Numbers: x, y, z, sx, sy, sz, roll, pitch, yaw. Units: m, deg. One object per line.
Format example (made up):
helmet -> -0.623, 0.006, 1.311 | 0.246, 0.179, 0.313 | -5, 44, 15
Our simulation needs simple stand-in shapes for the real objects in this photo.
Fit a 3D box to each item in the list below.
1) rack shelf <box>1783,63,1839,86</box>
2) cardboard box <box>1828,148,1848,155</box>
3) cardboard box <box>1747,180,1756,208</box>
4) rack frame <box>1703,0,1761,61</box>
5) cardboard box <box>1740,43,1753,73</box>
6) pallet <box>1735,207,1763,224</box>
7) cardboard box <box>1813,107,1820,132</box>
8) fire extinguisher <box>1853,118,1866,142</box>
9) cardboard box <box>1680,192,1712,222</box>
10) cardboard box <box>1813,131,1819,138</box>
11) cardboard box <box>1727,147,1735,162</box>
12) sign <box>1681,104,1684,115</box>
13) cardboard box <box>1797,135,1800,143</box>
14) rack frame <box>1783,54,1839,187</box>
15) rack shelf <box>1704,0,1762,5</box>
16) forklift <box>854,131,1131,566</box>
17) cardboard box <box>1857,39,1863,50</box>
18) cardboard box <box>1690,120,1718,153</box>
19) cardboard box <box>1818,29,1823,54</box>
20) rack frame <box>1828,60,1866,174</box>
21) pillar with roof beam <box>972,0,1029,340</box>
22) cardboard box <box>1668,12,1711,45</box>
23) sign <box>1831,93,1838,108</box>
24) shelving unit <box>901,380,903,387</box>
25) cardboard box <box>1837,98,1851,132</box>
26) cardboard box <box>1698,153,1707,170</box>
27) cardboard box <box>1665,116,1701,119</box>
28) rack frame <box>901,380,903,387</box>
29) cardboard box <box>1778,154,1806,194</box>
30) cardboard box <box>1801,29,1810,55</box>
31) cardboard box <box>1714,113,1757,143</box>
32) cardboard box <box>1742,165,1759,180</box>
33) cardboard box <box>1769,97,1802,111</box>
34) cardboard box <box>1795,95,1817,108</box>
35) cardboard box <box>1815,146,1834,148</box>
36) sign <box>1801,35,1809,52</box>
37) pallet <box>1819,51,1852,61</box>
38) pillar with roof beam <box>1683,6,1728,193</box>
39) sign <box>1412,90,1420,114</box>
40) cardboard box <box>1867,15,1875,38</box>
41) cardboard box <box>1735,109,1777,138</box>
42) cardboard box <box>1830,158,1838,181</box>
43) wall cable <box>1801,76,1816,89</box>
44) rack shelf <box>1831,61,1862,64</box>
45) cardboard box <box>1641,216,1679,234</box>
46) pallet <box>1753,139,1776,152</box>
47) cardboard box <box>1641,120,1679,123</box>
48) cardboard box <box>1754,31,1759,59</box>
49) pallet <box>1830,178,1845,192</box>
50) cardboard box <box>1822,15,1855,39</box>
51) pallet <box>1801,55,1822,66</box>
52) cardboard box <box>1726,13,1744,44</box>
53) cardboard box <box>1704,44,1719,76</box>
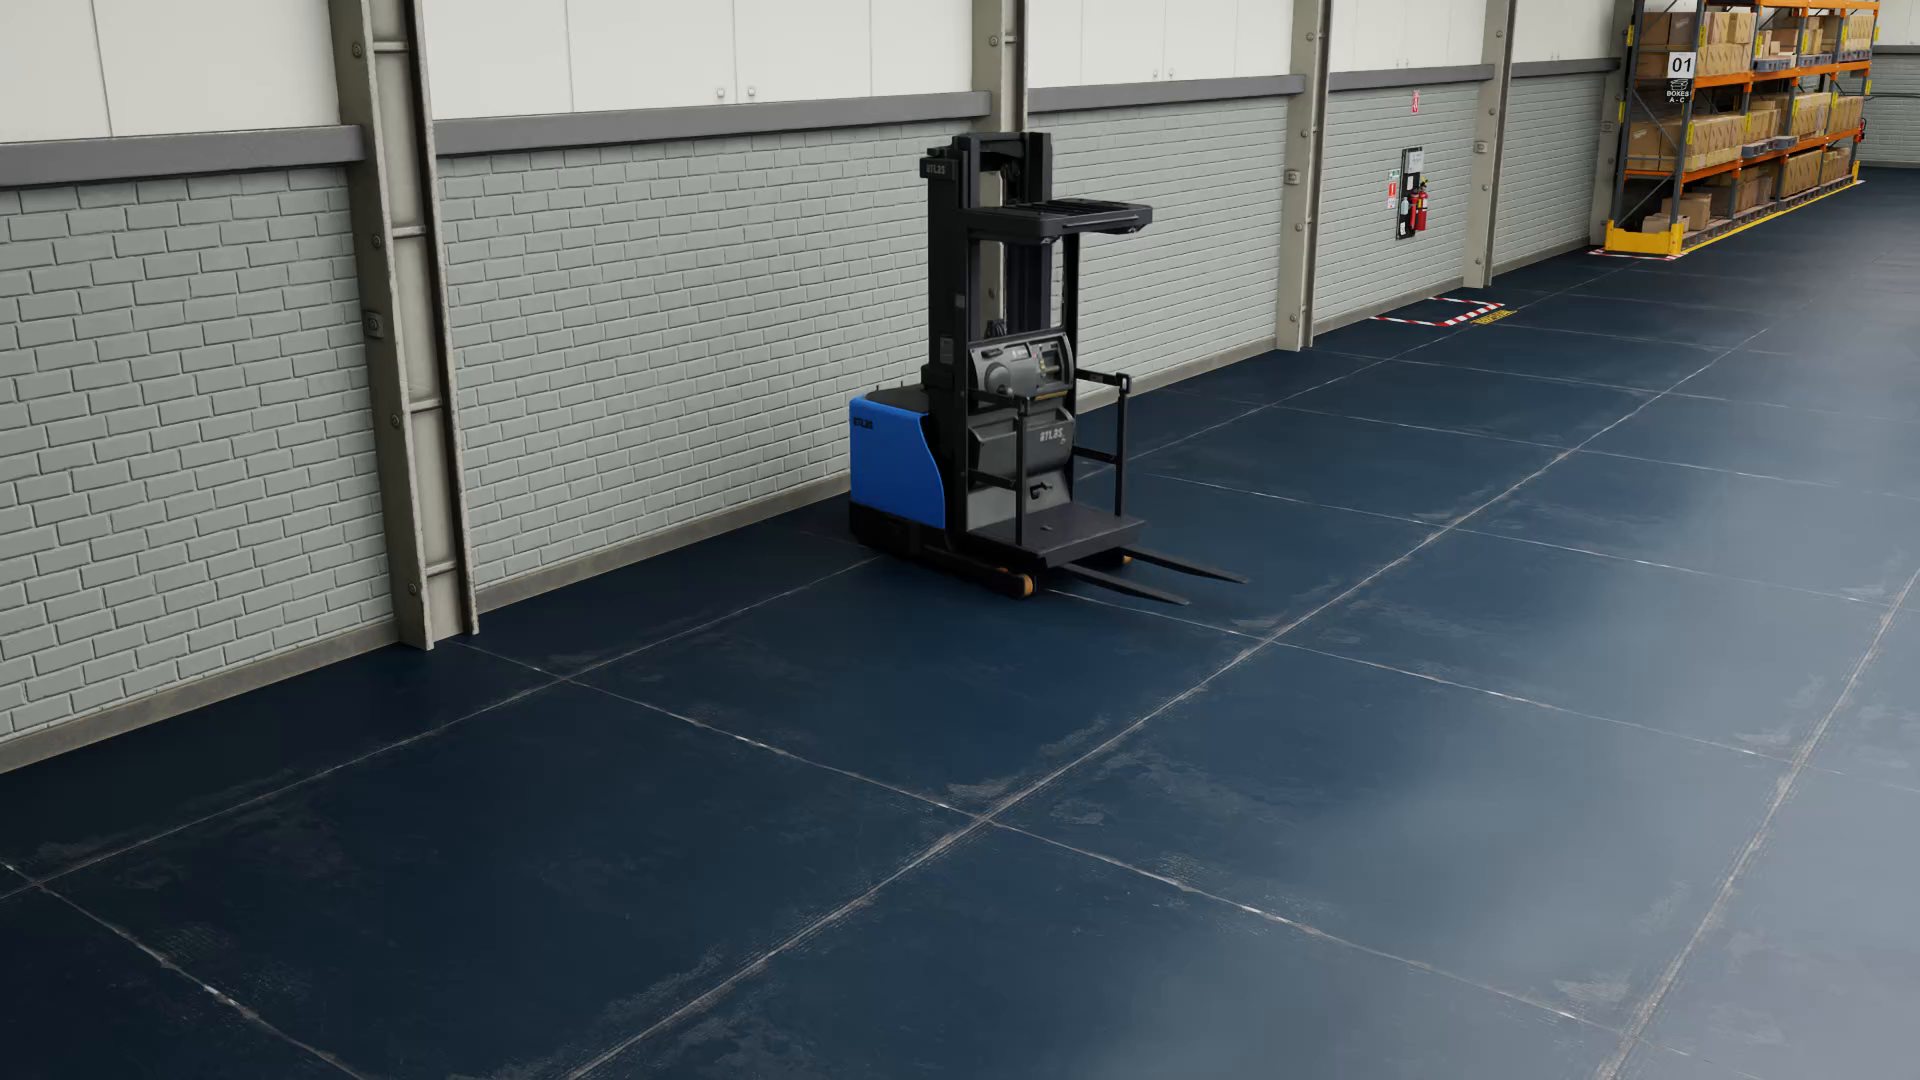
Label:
rack shelf -> 17.296, -9.704, 34.589 | 1.077, 0.370, 4.000 | 12, 21, 35
cardboard box -> 20.452, -9.052, 38.749 | 0.380, 0.149, 0.250 | 13, 22, 36
cardboard box -> 15.044, -6.749, 32.390 | 0.700, 0.500, 0.500 | 12, 21, 34
rack frame -> 13.721, -10.051, 29.435 | 1.000, 3.000, 0.127 | 12, 21, 35
cardboard box -> 13.617, -8.511, 29.332 | 0.500, 0.500, 0.500 | 13, 22, 36
pallet -> 14.910, -6.331, 32.276 | 1.003, 0.211, 1.213 | 12, 21, 35
cardboard box -> 17.813, -8.895, 35.124 | 0.500, 0.500, 0.500 | 12, 21, 35
fire extinguisher -> 21.331, -9.783, 39.449 | 0.296, 0.674, 0.183 | 12, 21, 35
cardboard box -> 13.135, -5.948, 29.812 | 0.500, 0.500, 0.500 | 11, 20, 31
cardboard box -> 18.081, -8.659, 35.459 | 0.380, 0.149, 0.250 | 12, 21, 35
cardboard box -> 13.379, -6.840, 29.431 | 0.500, 0.250, 0.500 | 13, 21, 35
sign -> 13.273, -7.836, 30.466 | 0.100, 0.325, 0.005 | 12, 21, 35
cardboard box -> 16.870, -8.172, 33.892 | 0.380, 0.149, 0.250 | 13, 22, 36
rack frame -> 18.488, -9.091, 36.461 | 1.000, 3.000, 0.127 | 12, 21, 35
rack shelf -> 12.529, -9.229, 28.009 | 1.077, 0.370, 4.000 | 12, 21, 35
forklift -> 24.460, -3.641, 18.648 | 46.598, 3.159, 24.640 | -16, 23, -41
cardboard box -> 20.032, -11.183, 37.515 | 0.500, 0.250, 0.500 | 12, 21, 33
cardboard box -> 12.479, -6.827, 28.126 | 0.500, 0.500, 0.500 | 12, 21, 33
cardboard box -> 17.875, -10.591, 35.324 | 0.700, 0.500, 0.500 | 11, 20, 32
rack frame -> 28.045, -6.944, 24.490 | 30.676, 5.616, 16.049 | 12, 21, 35
pillar with roof beam -> 3.792, -4.370, 11.141 | 9.100, 9.000, 0.400 | 12, 21, 35
cardboard box -> 11.762, -8.249, 26.804 | 0.500, 0.500, 0.500 | 11, 20, 31
sign -> 18.929, -9.513, 36.000 | 0.100, 0.325, 0.005 | 12, 21, 35
shelving unit -> -0.464, -0.664, 12.613 | 0.249, 1.050, 0.215 | -16, 23, -41
cardboard box -> 19.689, -9.709, 37.944 | 0.980, 0.700, 0.700 | 11, 20, 32
cardboard box -> 12.181, -6.357, 27.876 | 0.500, 0.250, 0.500 | 12, 21, 33
cardboard box -> 12.661, -7.166, 29.218 | 0.500, 0.500, 0.500 | 13, 22, 36
rack frame -> -0.377, -0.689, 12.693 | 0.008, 1.050, 0.200 | -16, 23, -41
cardboard box -> 17.175, -7.672, 34.807 | 0.750, 0.750, 0.750 | 12, 21, 34
cardboard box -> 16.961, -10.219, 34.126 | 0.700, 0.500, 0.500 | 14, 22, 37
cardboard box -> 14.390, -7.691, 31.040 | 0.700, 0.500, 0.500 | 15, 23, 40
cardboard box -> 15.327, -7.207, 32.604 | 0.500, 0.250, 0.500 | 13, 21, 36
cardboard box -> 16.599, -8.765, 33.443 | 0.500, 0.250, 0.500 | 13, 22, 36
cardboard box -> 17.495, -9.129, 34.615 | 0.500, 0.250, 0.500 | 12, 21, 34
cardboard box -> 20.448, -9.241, 39.357 | 0.380, 0.149, 0.250 | 13, 21, 35
sign -> 16.539, -9.721, 32.561 | 0.100, 0.325, 0.005 | 12, 21, 35
pallet -> 18.984, -10.674, 36.651 | 1.003, 0.211, 1.213 | 12, 21, 35
pillar with roof beam -> 18.092, -10.086, 29.549 | 9.100, 9.000, 0.400 | 12, 21, 35
sign -> 5.897, -5.664, 21.517 | 0.001, 0.298, 0.199 | 12, 21, 35
cardboard box -> 20.654, -11.789, 38.201 | 0.500, 0.500, 0.500 | 12, 21, 35
cardboard box -> 15.521, -8.145, 32.503 | 0.700, 0.500, 0.500 | 10, 20, 30
cardboard box -> 19.625, -8.499, 38.060 | 0.700, 0.500, 0.500 | 13, 21, 36
wall cable -> 20.874, -11.001, 40.898 | 0.084, 1.984, 1.851 | 12, 21, 35
rack shelf -> 19.679, -10.750, 37.628 | 0.919, 0.124, 3.809 | 12, 21, 35
cardboard box -> 11.822, -5.308, 28.070 | 0.500, 0.311, 0.500 | 10, 20, 29
pallet -> 14.958, -7.568, 31.880 | 1.003, 0.211, 1.213 | 12, 21, 35
cardboard box -> 11.756, -6.797, 28.028 | 0.500, 0.500, 0.500 | 13, 21, 35
cardboard box -> 14.111, -8.983, 30.177 | 0.500, 0.500, 0.500 | 16, 24, 42
pallet -> 19.730, -8.218, 38.353 | 1.003, 0.211, 1.213 | 12, 21, 35
cardboard box -> 19.138, -11.179, 36.237 | 0.500, 0.500, 0.500 | 12, 21, 34
pallet -> 17.109, -9.910, 34.360 | 1.003, 0.211, 1.213 | 14, 22, 37
cardboard box -> 13.019, -8.727, 28.343 | 0.500, 0.500, 0.500 | 12, 21, 33
cardboard box -> 12.086, -7.880, 27.300 | 0.500, 0.500, 0.500 | 14, 22, 38
